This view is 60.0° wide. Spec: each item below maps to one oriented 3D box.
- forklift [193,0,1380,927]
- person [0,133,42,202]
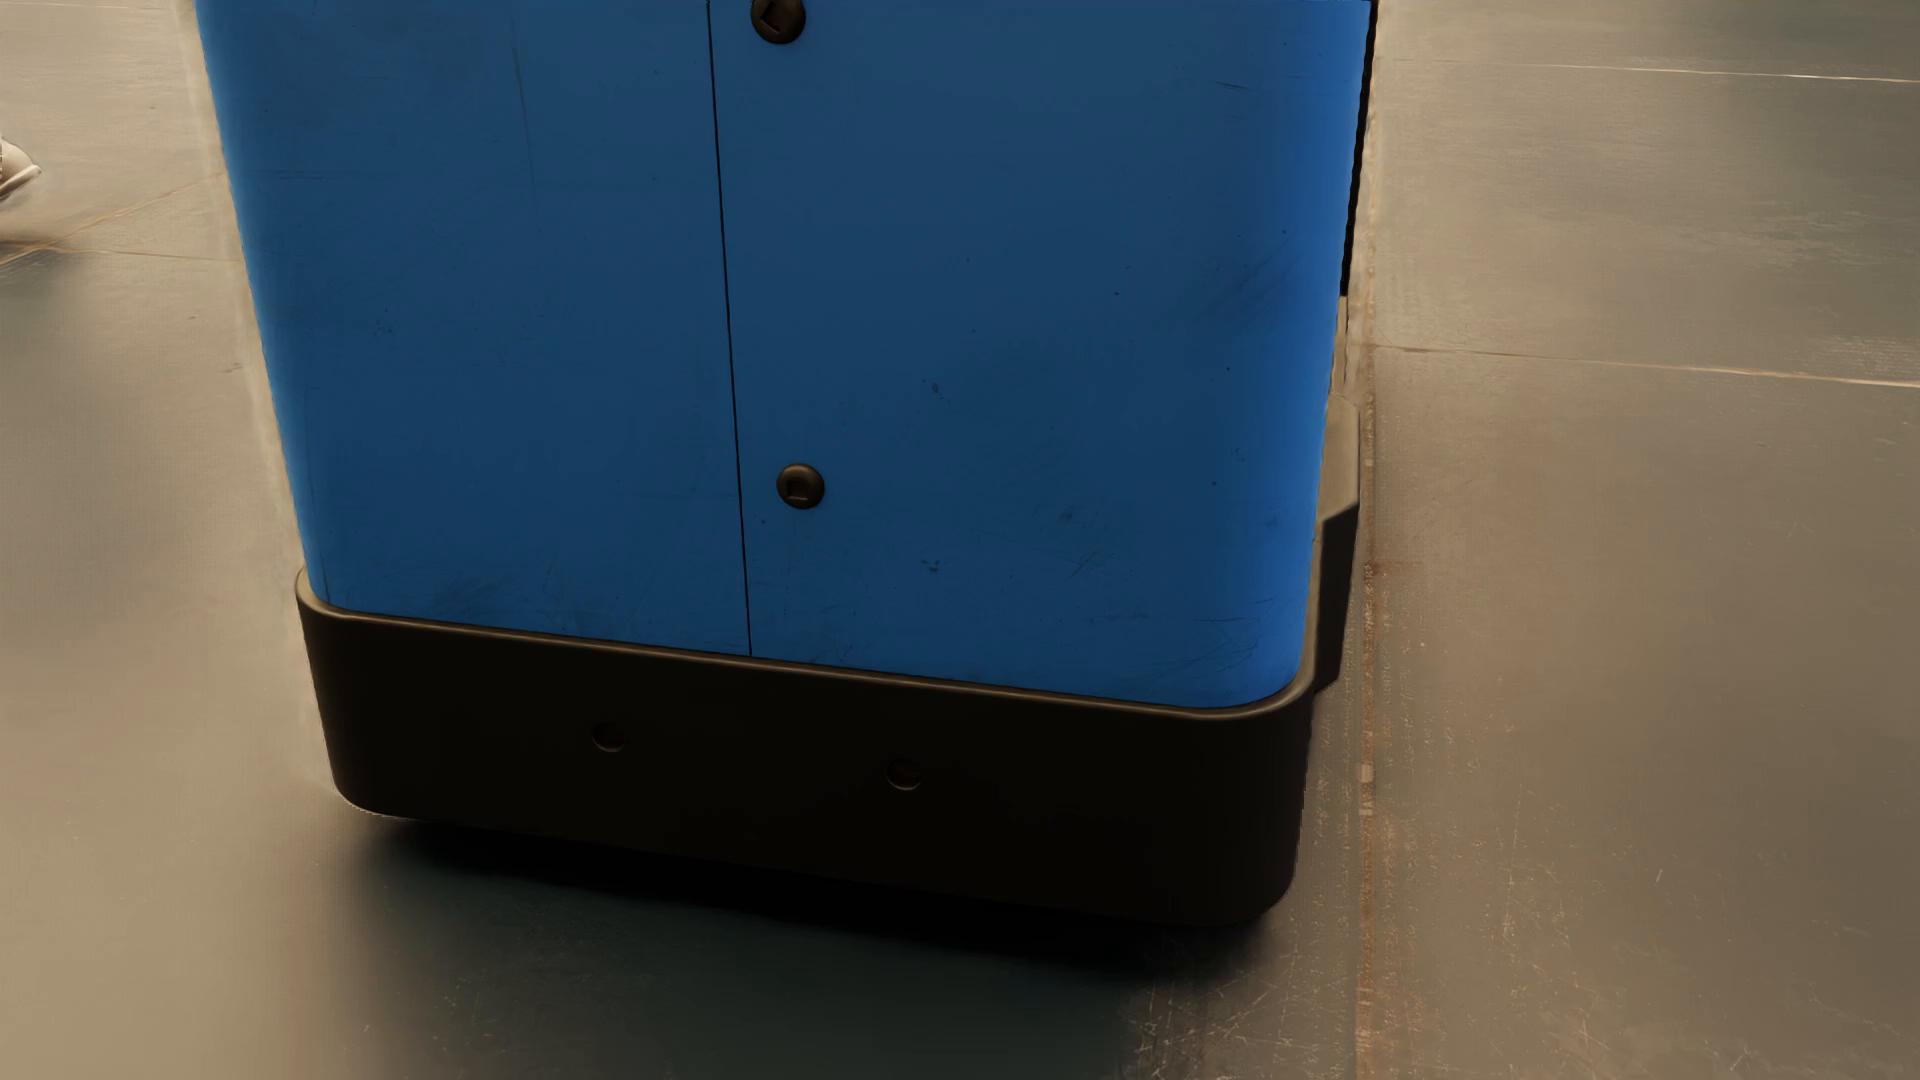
[{"bbox_3d":[0.124,-1.578,2.375,1.130,2.935,3.031,6,27,11],"label":"forklift"},{"bbox_3d":[-2.408,-1.508,3.670,0.654,1.651,0.787,5,27,10],"label":"person"}]
